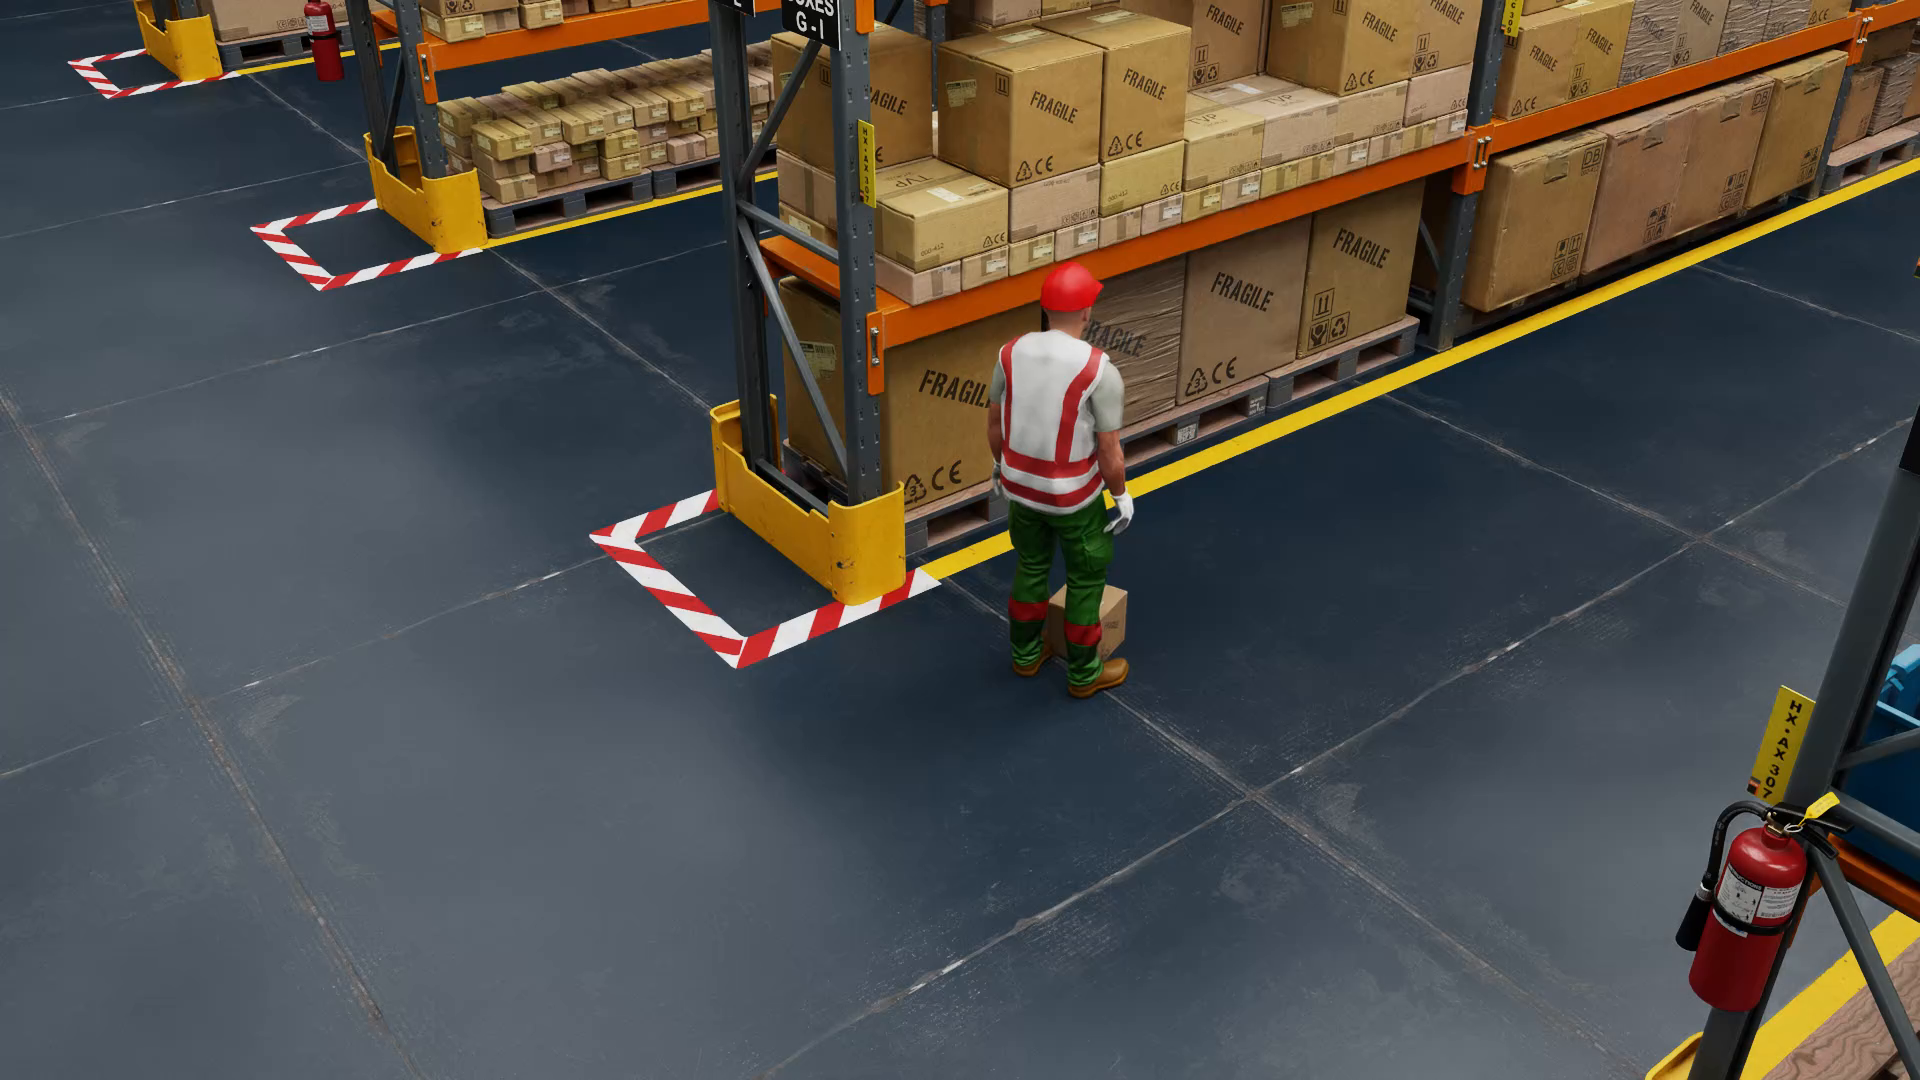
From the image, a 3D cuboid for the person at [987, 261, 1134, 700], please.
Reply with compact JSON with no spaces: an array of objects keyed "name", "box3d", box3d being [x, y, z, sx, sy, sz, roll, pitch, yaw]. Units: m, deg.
[{"name":"person","box3d":[0.386,-0.215,6.466,0.620,1.780,0.447,20,37,28]}]
